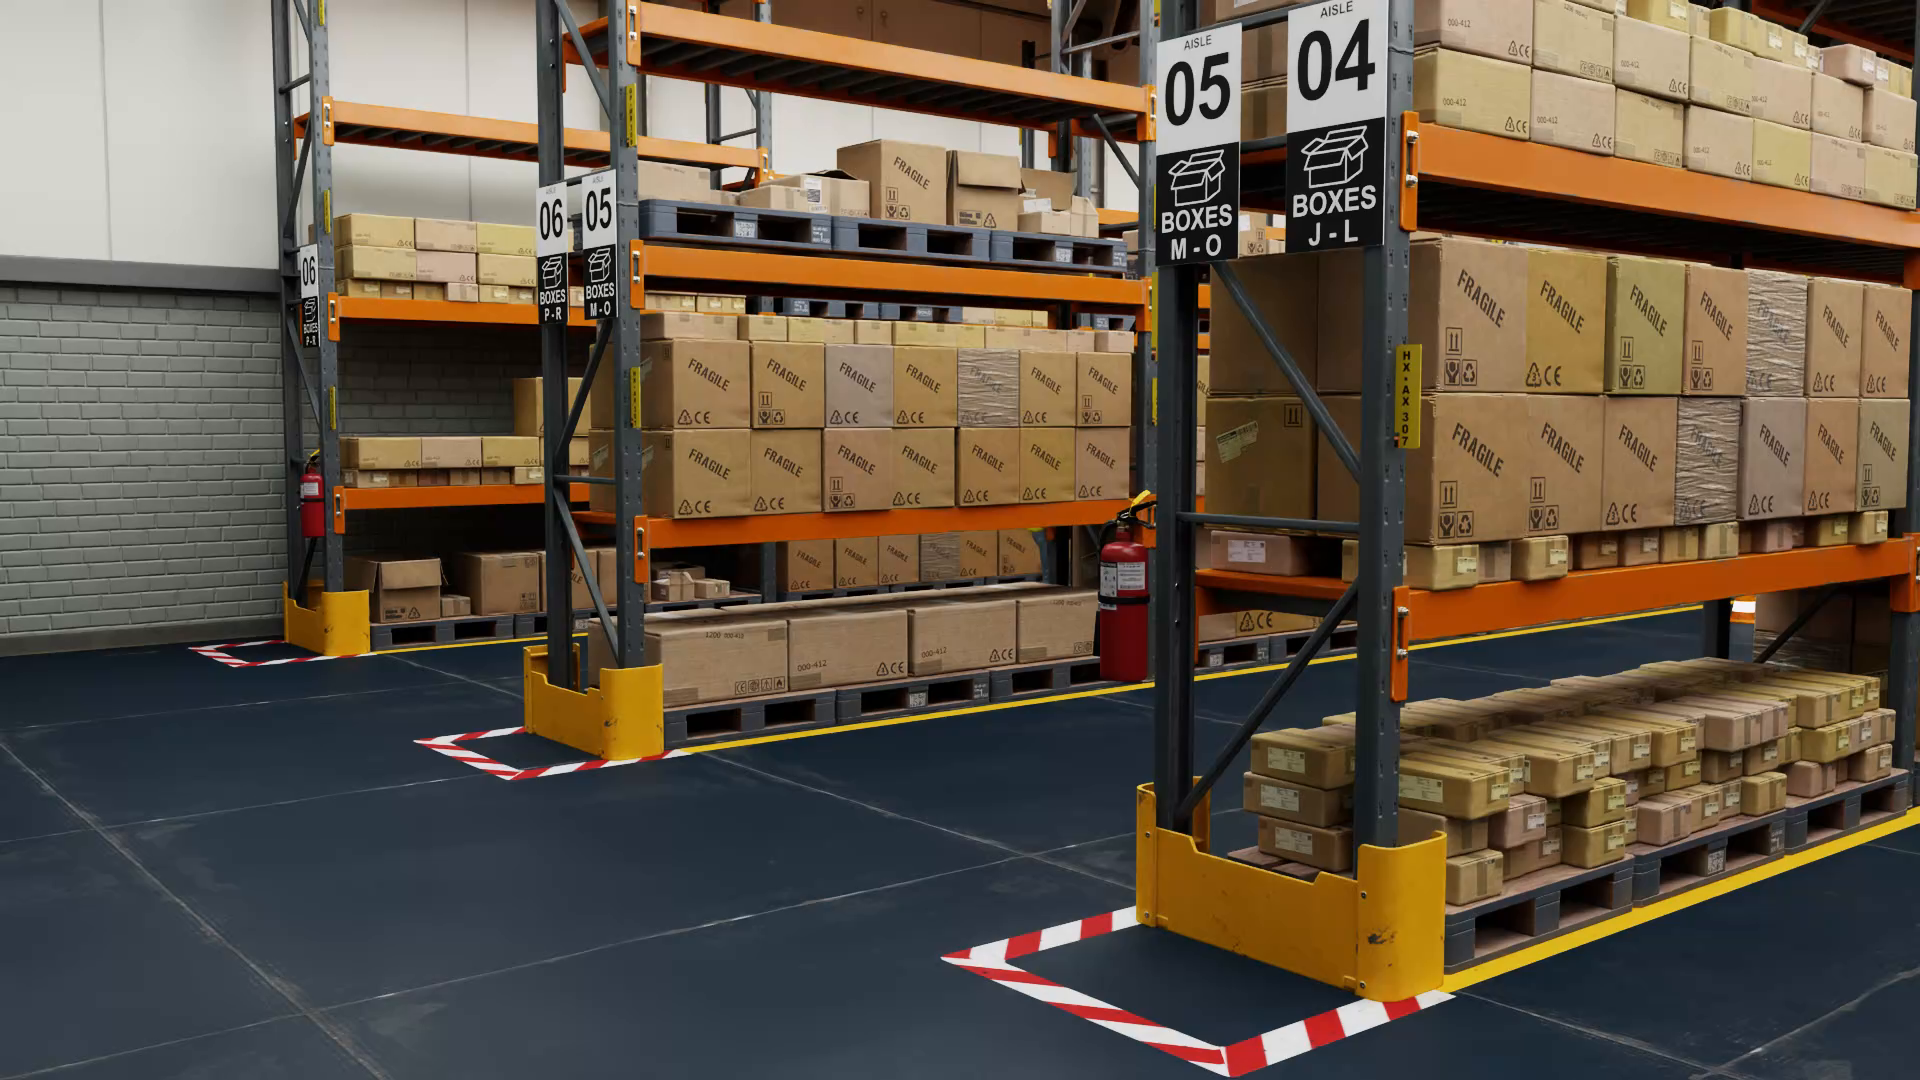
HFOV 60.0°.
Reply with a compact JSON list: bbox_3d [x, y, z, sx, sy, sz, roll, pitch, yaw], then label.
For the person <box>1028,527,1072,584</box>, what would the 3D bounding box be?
[{"bbox_3d":[0.771,-0.067,14.122,0.466,1.763,0.613,-1,4,-7],"label":"person"}]
